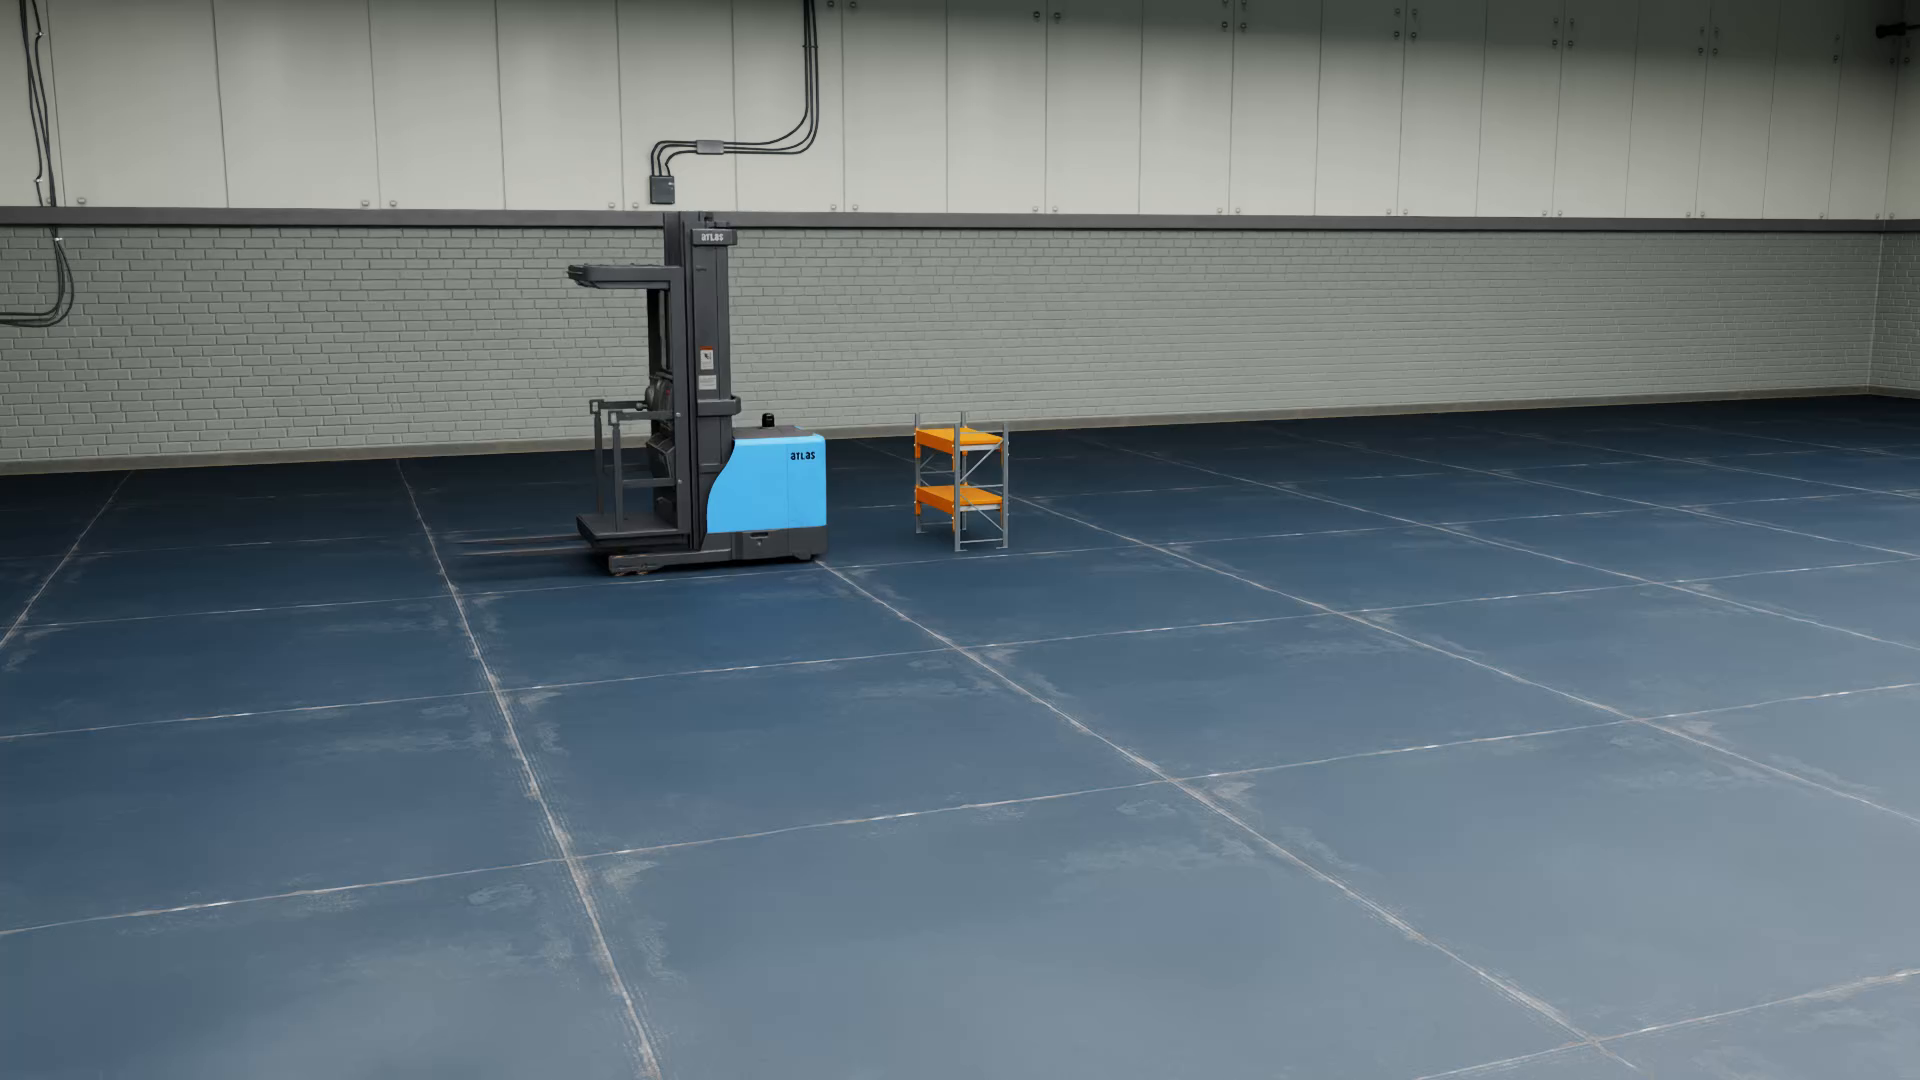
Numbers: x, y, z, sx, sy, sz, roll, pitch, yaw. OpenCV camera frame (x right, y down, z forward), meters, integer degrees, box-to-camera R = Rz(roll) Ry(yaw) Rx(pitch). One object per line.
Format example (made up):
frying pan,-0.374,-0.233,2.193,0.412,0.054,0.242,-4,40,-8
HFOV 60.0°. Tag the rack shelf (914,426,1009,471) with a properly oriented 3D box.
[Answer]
rack shelf,0.002,-0.841,15.094,0.538,0.278,1.000,-4,11,-21

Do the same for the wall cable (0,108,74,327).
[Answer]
wall cable,-11.803,-3.617,18.756,3.097,2.526,0.112,-4,11,-21

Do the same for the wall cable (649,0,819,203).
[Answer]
wall cable,-2.949,-7.420,21.558,2.305,6.003,0.169,-4,11,-21

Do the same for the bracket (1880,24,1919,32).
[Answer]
bracket,16.265,-8.688,28.119,0.076,0.066,3.189,-4,11,-21

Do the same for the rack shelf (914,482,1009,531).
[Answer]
rack shelf,0.002,-0.312,15.188,0.538,0.278,1.000,-4,11,-21

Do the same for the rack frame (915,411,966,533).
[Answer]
rack frame,-0.182,-0.636,15.612,0.500,1.125,0.032,-4,11,-21

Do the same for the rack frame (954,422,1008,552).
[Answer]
rack frame,0.187,-0.470,14.679,0.500,1.125,0.032,-4,11,-21

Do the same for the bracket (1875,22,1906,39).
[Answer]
bracket,16.051,-8.784,28.661,0.235,0.232,0.430,-4,11,-21

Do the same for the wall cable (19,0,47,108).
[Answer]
wall cable,-9.282,-6.275,19.279,3.097,2.526,0.112,-4,11,-21

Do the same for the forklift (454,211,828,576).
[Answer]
forklift,-2.701,-1.252,13.917,3.031,2.935,1.130,-4,11,-20

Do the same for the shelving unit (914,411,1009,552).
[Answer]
shelving unit,0.002,-0.553,15.145,0.538,1.125,1.048,-4,11,-21
